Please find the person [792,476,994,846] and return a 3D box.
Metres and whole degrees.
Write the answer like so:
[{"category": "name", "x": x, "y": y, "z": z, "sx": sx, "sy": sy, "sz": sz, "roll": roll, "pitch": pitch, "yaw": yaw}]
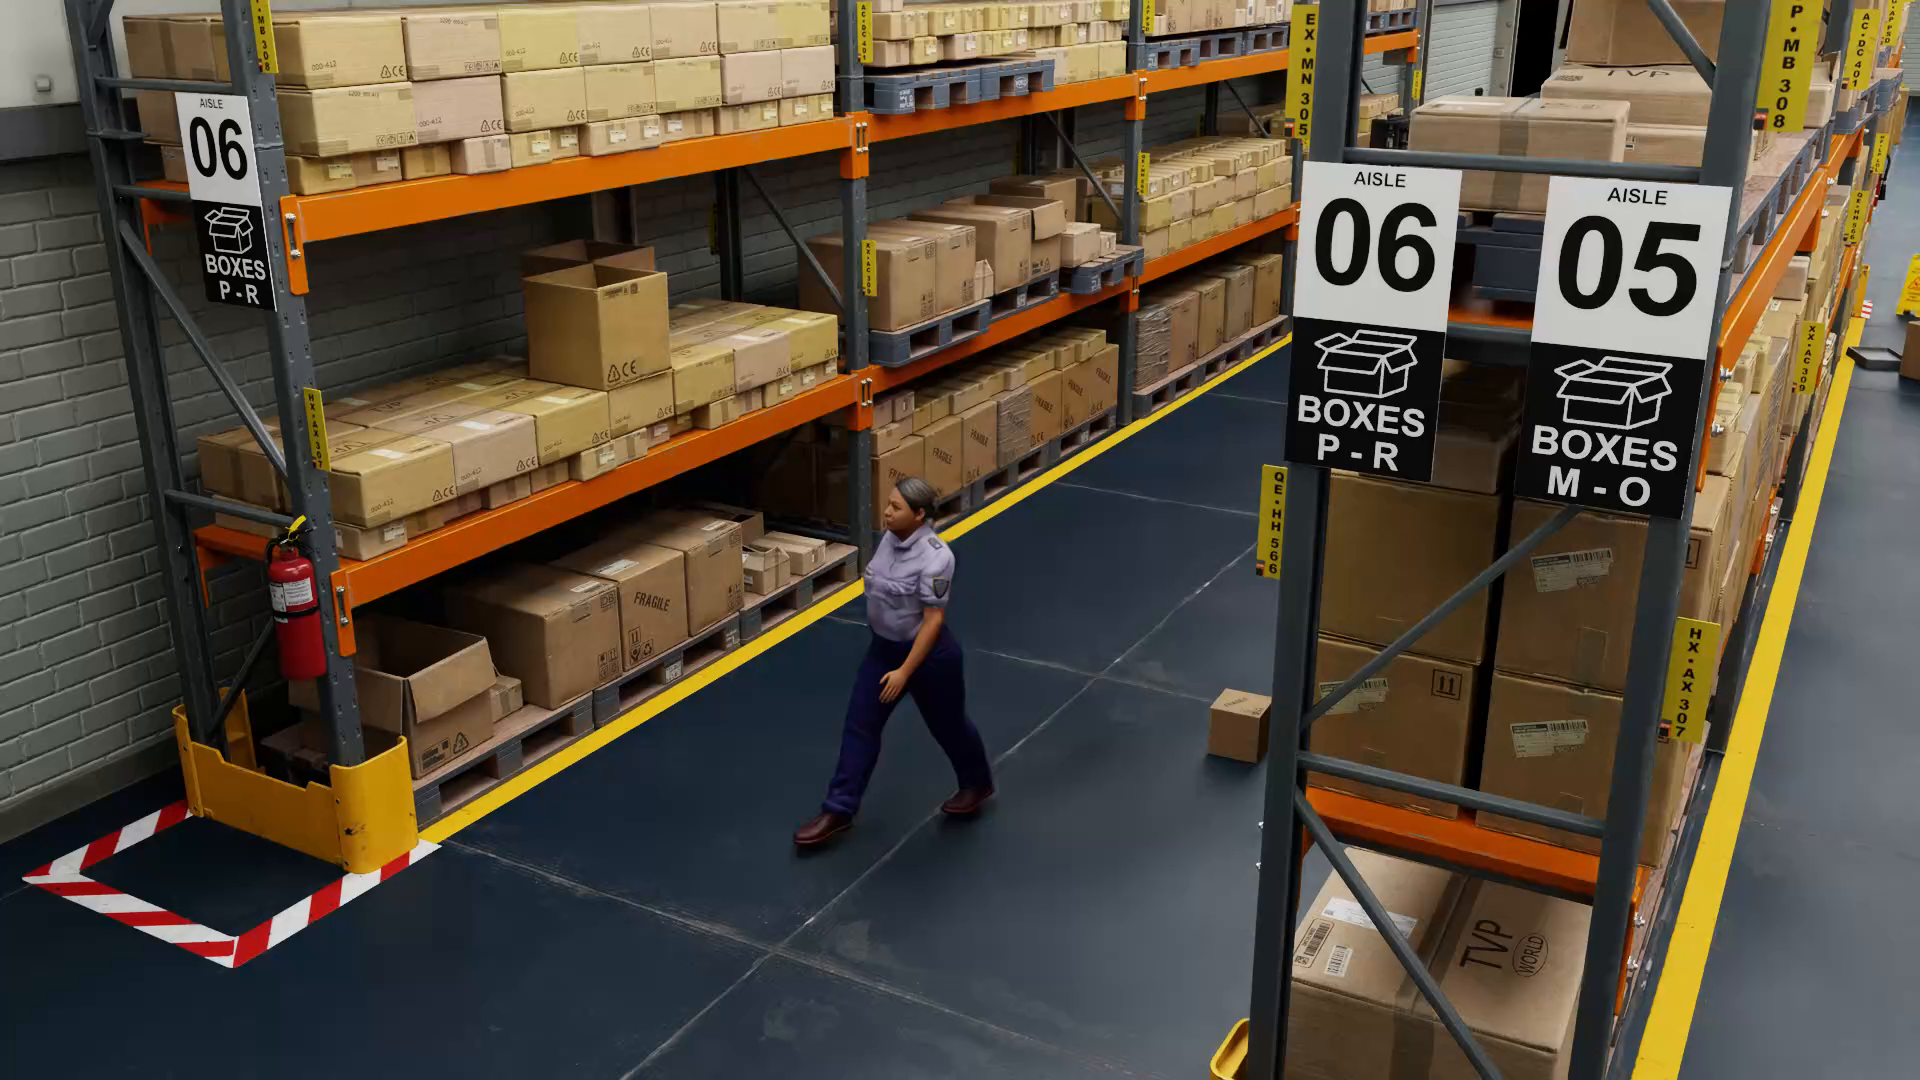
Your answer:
[{"category": "person", "x": -0.260, "y": 0.508, "z": 7.118, "sx": 0.972, "sy": 1.595, "sz": 0.495, "roll": -15, "pitch": 25, "yaw": -37}]
